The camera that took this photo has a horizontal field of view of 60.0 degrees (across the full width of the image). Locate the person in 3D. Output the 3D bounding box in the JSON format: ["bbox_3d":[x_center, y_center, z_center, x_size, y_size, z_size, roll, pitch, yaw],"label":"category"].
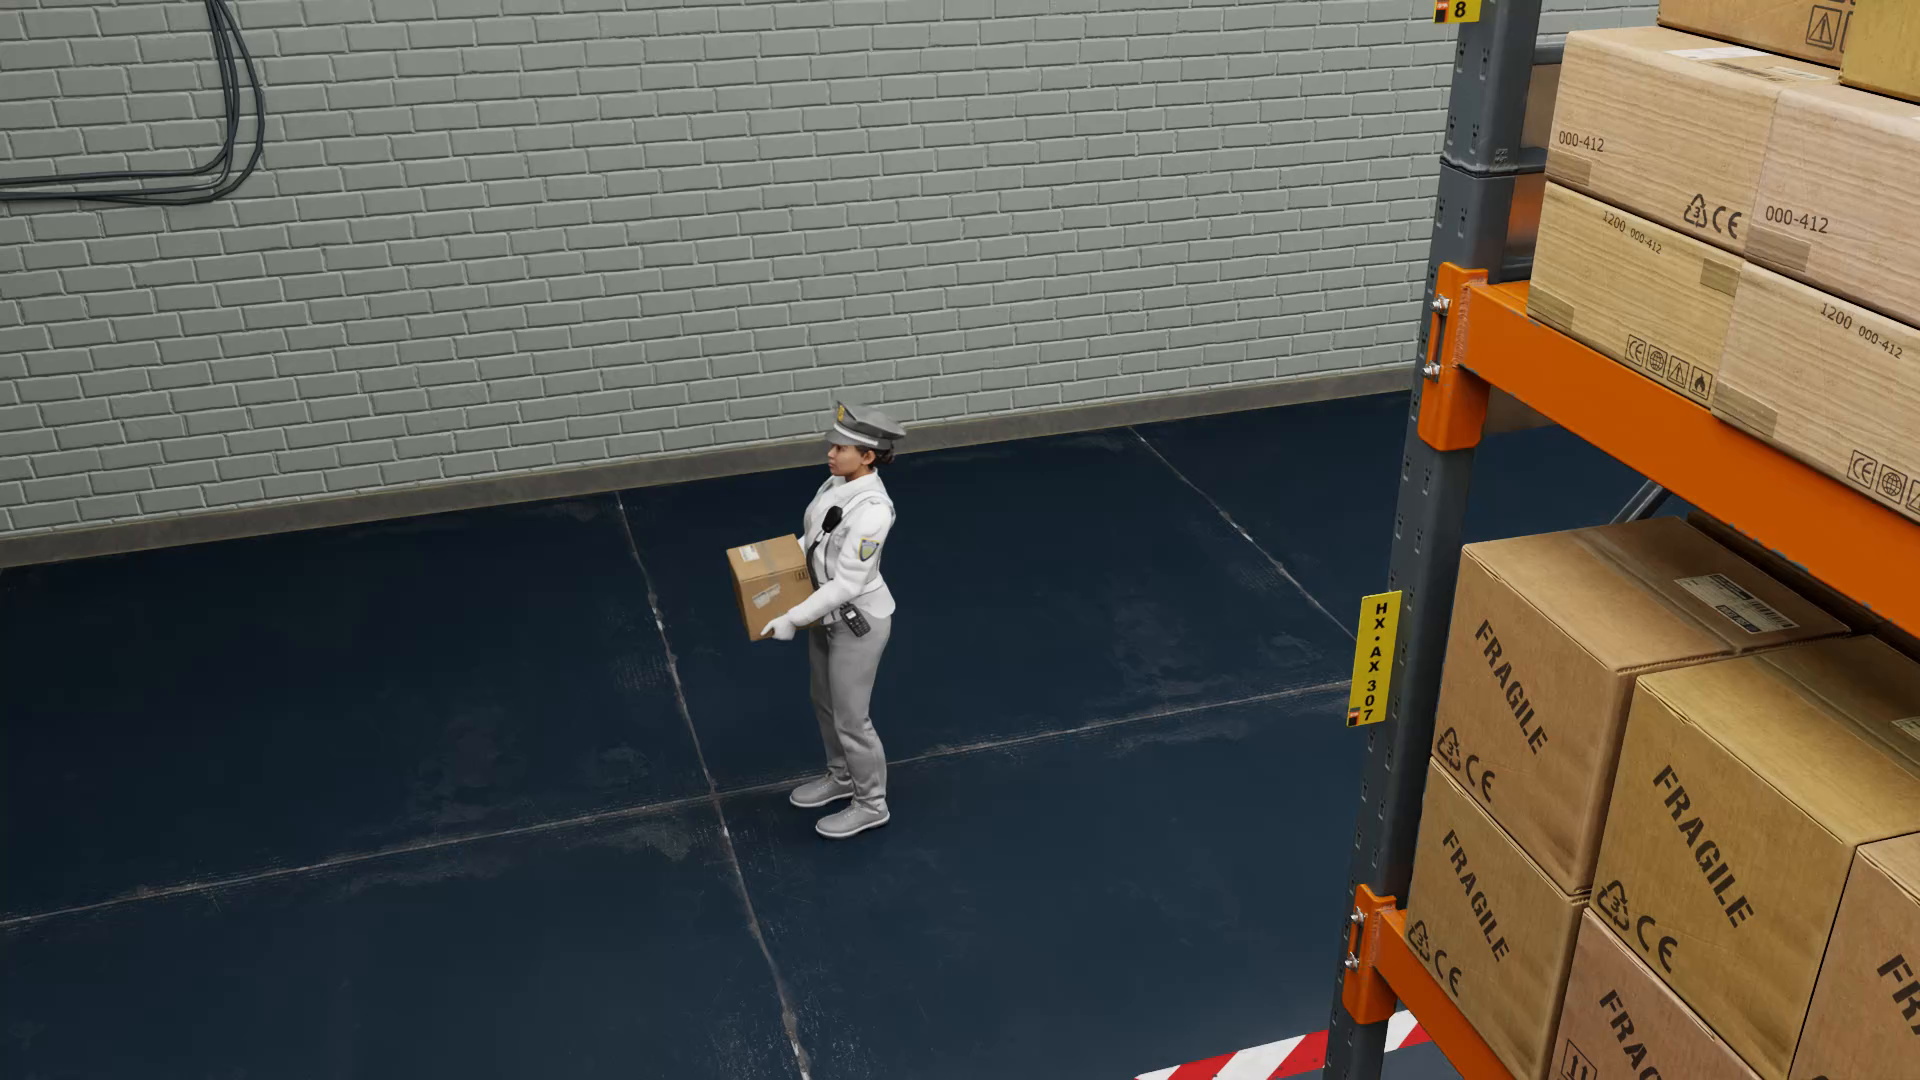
[{"bbox_3d":[-0.468,0.289,6.007,0.556,1.686,0.459,-8,28,-15],"label":"person"}]
